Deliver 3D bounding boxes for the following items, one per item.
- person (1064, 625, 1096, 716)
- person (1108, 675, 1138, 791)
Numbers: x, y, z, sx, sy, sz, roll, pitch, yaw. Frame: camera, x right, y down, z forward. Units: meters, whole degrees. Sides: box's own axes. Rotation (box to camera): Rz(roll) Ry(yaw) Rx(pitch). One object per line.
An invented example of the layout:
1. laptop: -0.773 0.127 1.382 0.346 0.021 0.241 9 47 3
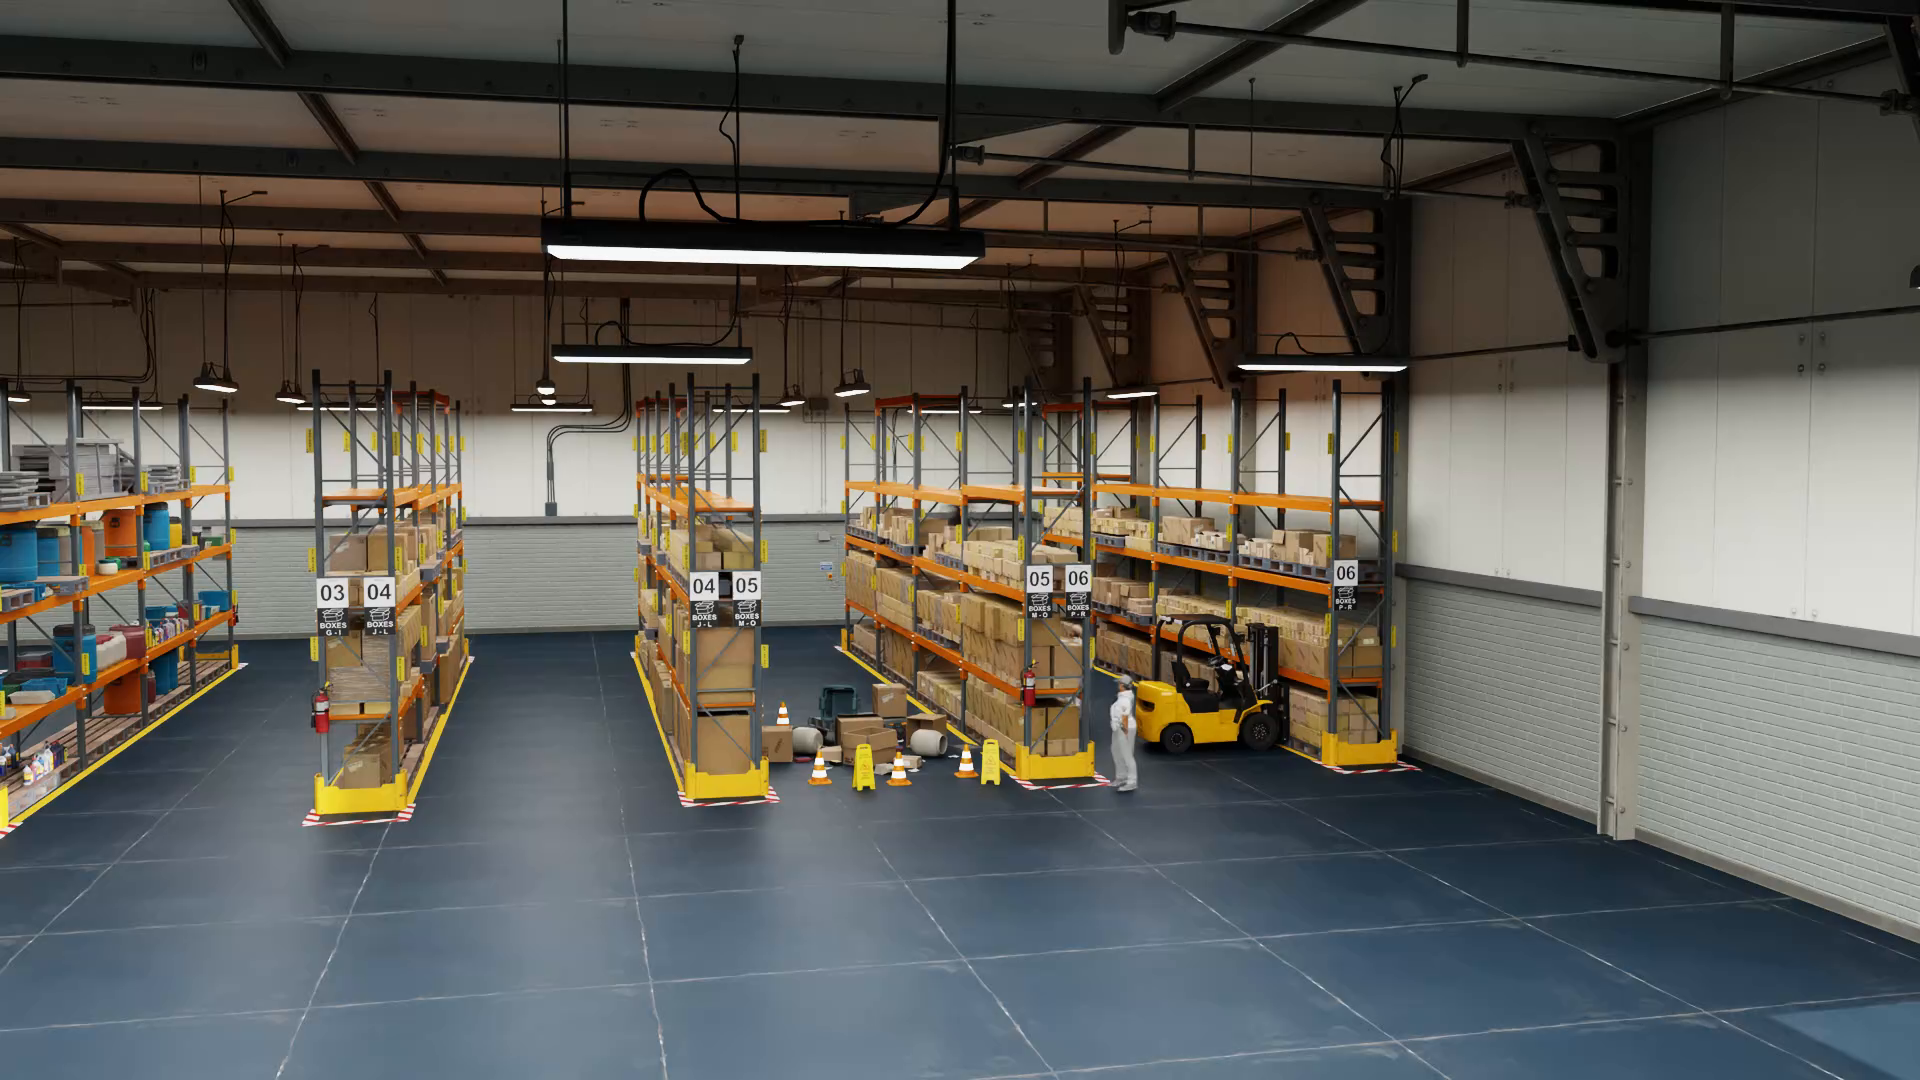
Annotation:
1. person: 2.077 2.406 30.280 0.768 1.741 0.641 0 3 -8
2. person: 2.341 2.785 24.123 0.435 1.702 0.637 0 3 -3
